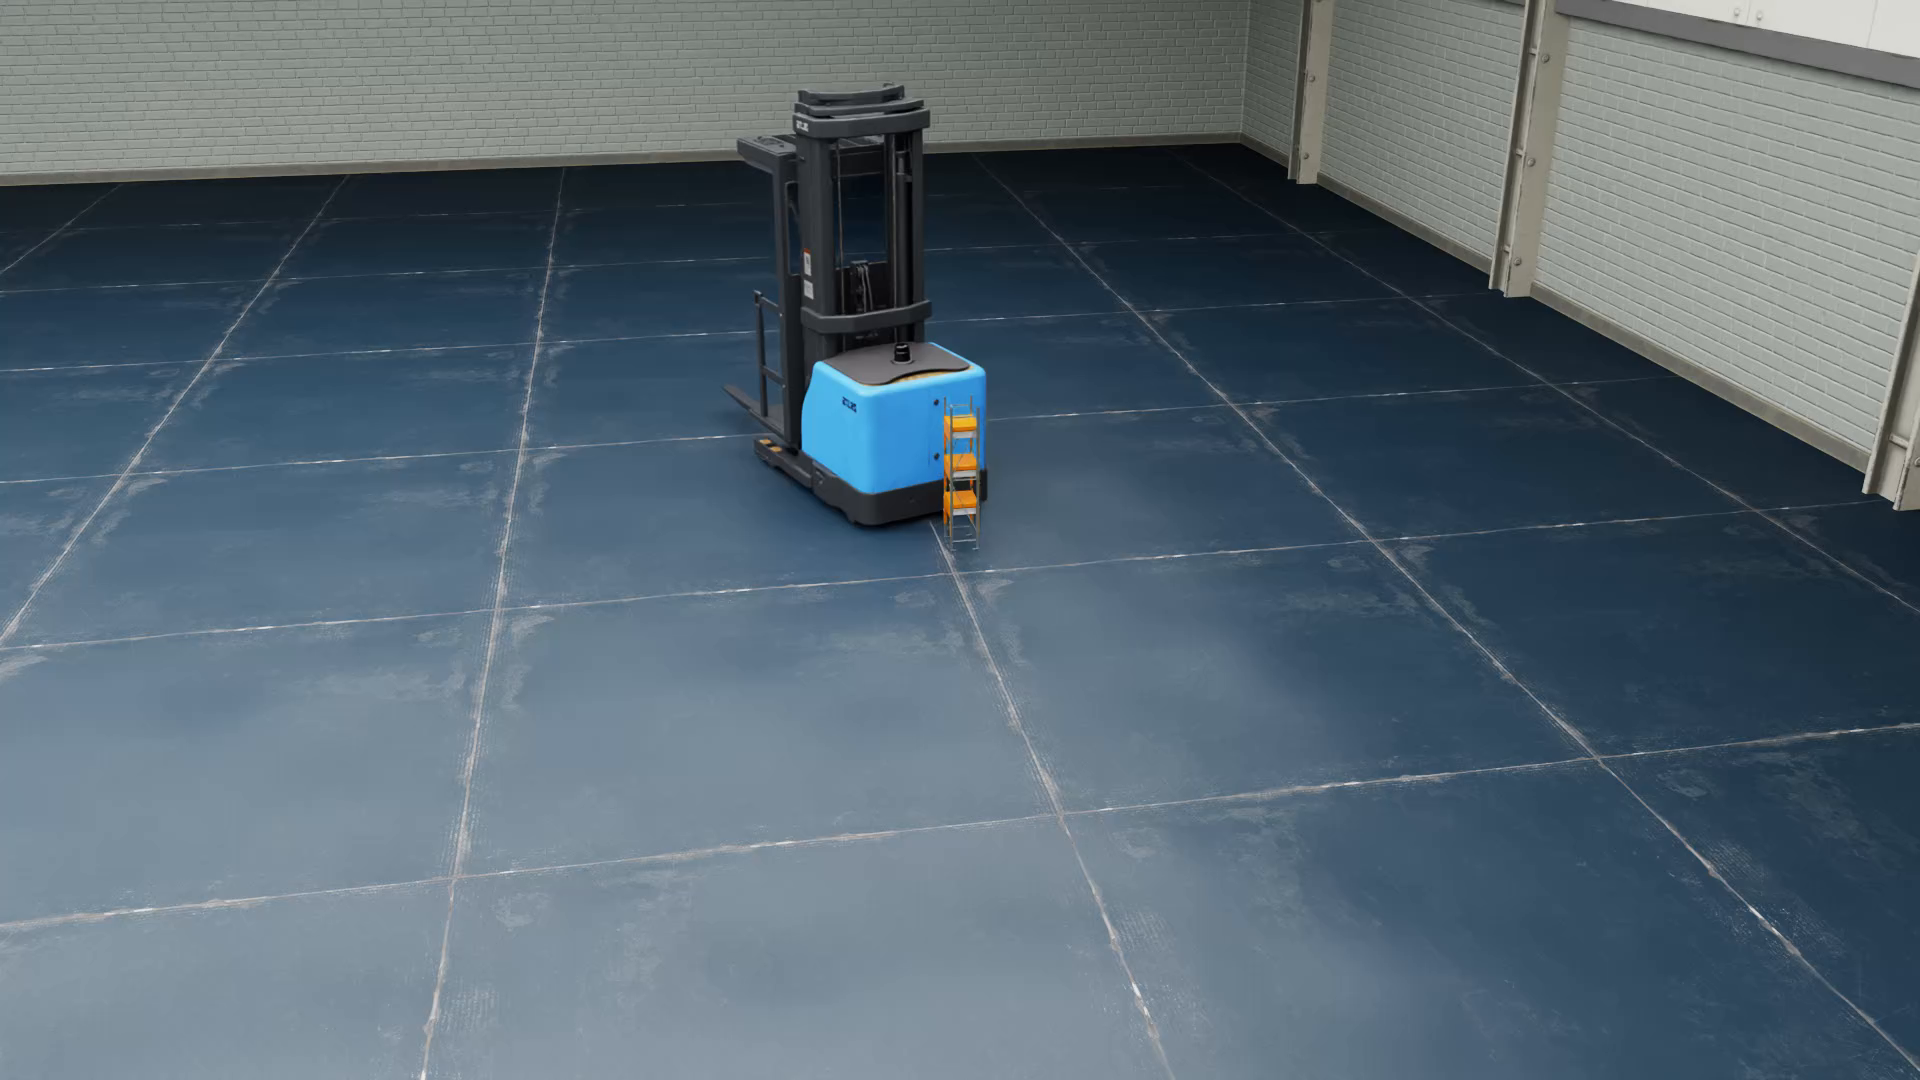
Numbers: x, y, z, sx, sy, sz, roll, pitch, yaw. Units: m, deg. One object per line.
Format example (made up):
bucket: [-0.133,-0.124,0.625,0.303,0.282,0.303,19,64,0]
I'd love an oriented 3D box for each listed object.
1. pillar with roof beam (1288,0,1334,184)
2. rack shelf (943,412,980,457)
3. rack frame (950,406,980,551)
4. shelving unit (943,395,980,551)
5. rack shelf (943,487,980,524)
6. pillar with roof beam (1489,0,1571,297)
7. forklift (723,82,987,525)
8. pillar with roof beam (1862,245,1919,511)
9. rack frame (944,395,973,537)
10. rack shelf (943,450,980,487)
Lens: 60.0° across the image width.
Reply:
pillar with roof beam: [0.566,-8.829,20.723,9.100,9.000,0.400,-4,24,-10]
rack shelf: [0.010,-0.710,11.382,0.215,0.259,0.240,-4,24,-10]
rack frame: [0.032,-0.412,11.382,0.200,1.050,0.008,-4,24,-10]
shelving unit: [0.010,-0.460,11.492,0.215,1.050,0.252,-4,24,-10]
rack shelf: [0.010,-0.196,11.607,0.215,0.259,0.240,-4,24,-10]
pillar with roof beam: [1.676,-6.469,15.319,9.100,9.000,0.400,-4,24,-10]
forklift: [-0.976,-1.994,12.655,1.130,2.935,3.031,-13,27,-27]
pillar with roof beam: [2.785,-4.109,9.916,9.100,9.000,0.400,-4,24,-10]
rack frame: [-0.013,-0.508,11.602,0.200,1.050,0.008,-4,24,-10]
rack shelf: [0.010,-0.450,11.496,0.215,0.259,0.240,-4,24,-10]
